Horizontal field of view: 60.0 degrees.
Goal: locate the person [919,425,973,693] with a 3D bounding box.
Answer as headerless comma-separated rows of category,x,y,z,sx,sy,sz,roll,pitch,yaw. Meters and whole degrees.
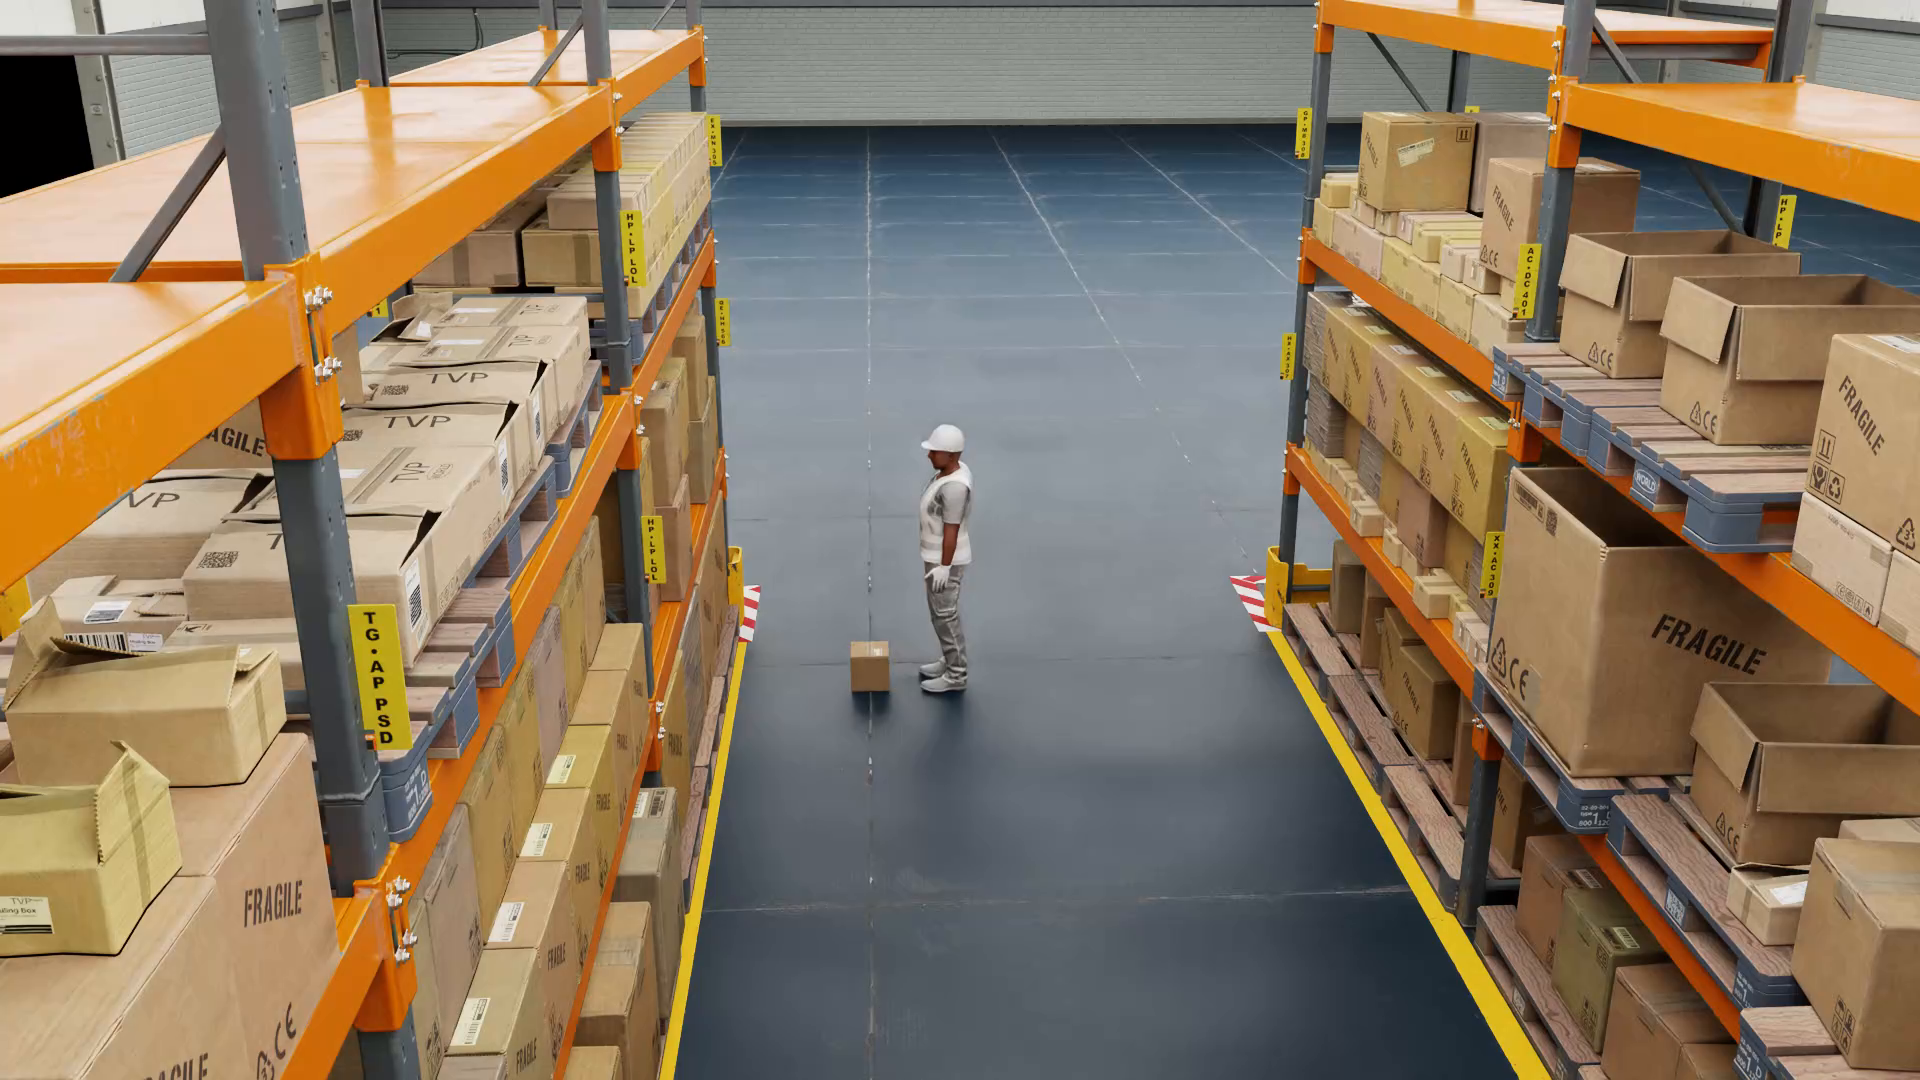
person,-0.092,0.116,10.737,0.356,1.778,0.546,-1,20,-2
